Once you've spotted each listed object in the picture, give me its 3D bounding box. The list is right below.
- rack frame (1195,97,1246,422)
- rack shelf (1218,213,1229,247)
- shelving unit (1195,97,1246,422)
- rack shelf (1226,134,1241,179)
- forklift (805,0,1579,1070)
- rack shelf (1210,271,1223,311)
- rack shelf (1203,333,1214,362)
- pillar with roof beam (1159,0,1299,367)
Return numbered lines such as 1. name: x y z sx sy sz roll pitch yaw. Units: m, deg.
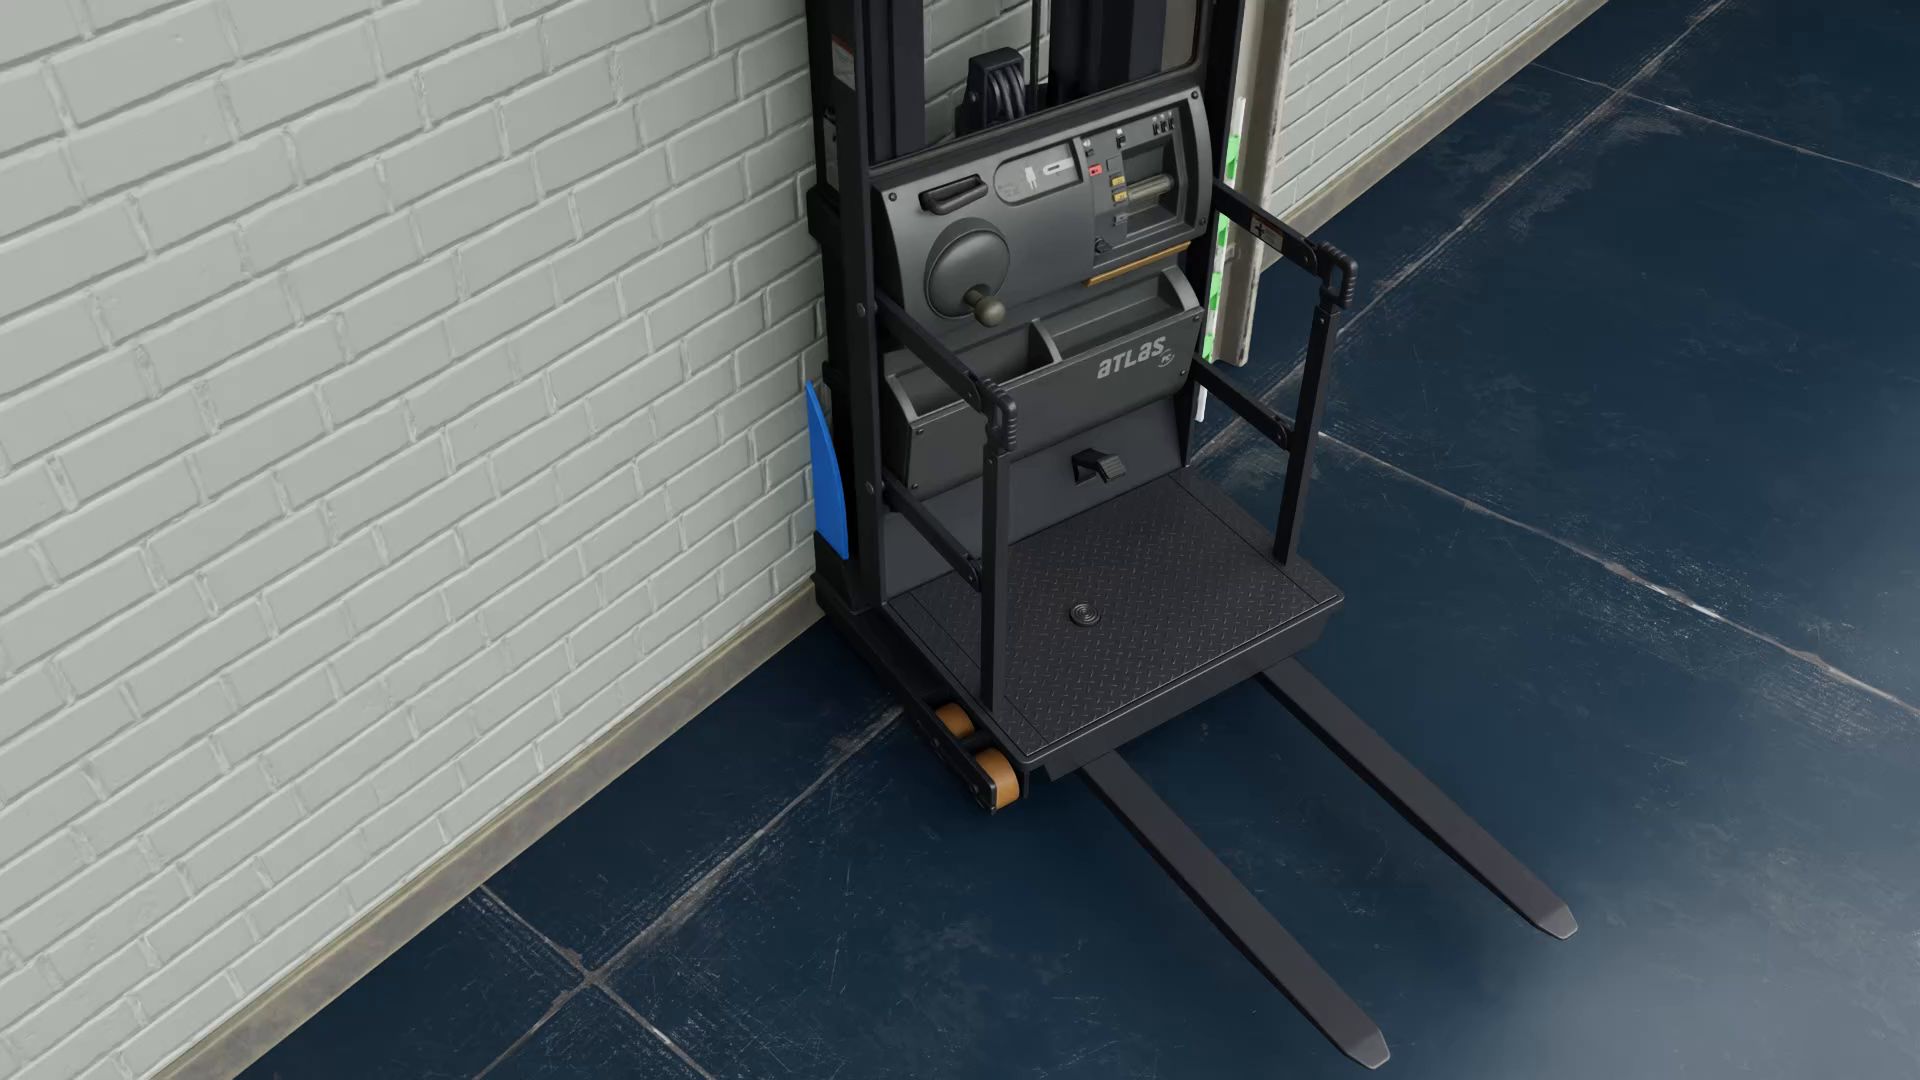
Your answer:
1. rack frame: 0.735 -0.898 5.344 0.240 1.200 0.015 25 48 25
2. rack shelf: 0.597 -0.893 5.077 0.258 0.148 0.480 25 48 25
3. shelving unit: 0.596 -0.763 5.195 0.258 1.200 0.503 25 48 25
4. rack shelf: 0.598 -1.071 4.915 0.258 0.148 0.480 25 48 25
5. forklift: 0.347 -0.731 3.875 1.130 2.935 3.031 -24 47 -24
6. rack shelf: 0.596 -0.716 5.238 0.258 0.148 0.480 25 48 25
7. rack shelf: 0.594 -0.538 5.400 0.258 0.148 0.480 25 48 25
8. pillar with roof beam: 4.083 -2.074 0.842 9.100 9.000 0.400 29 50 28
